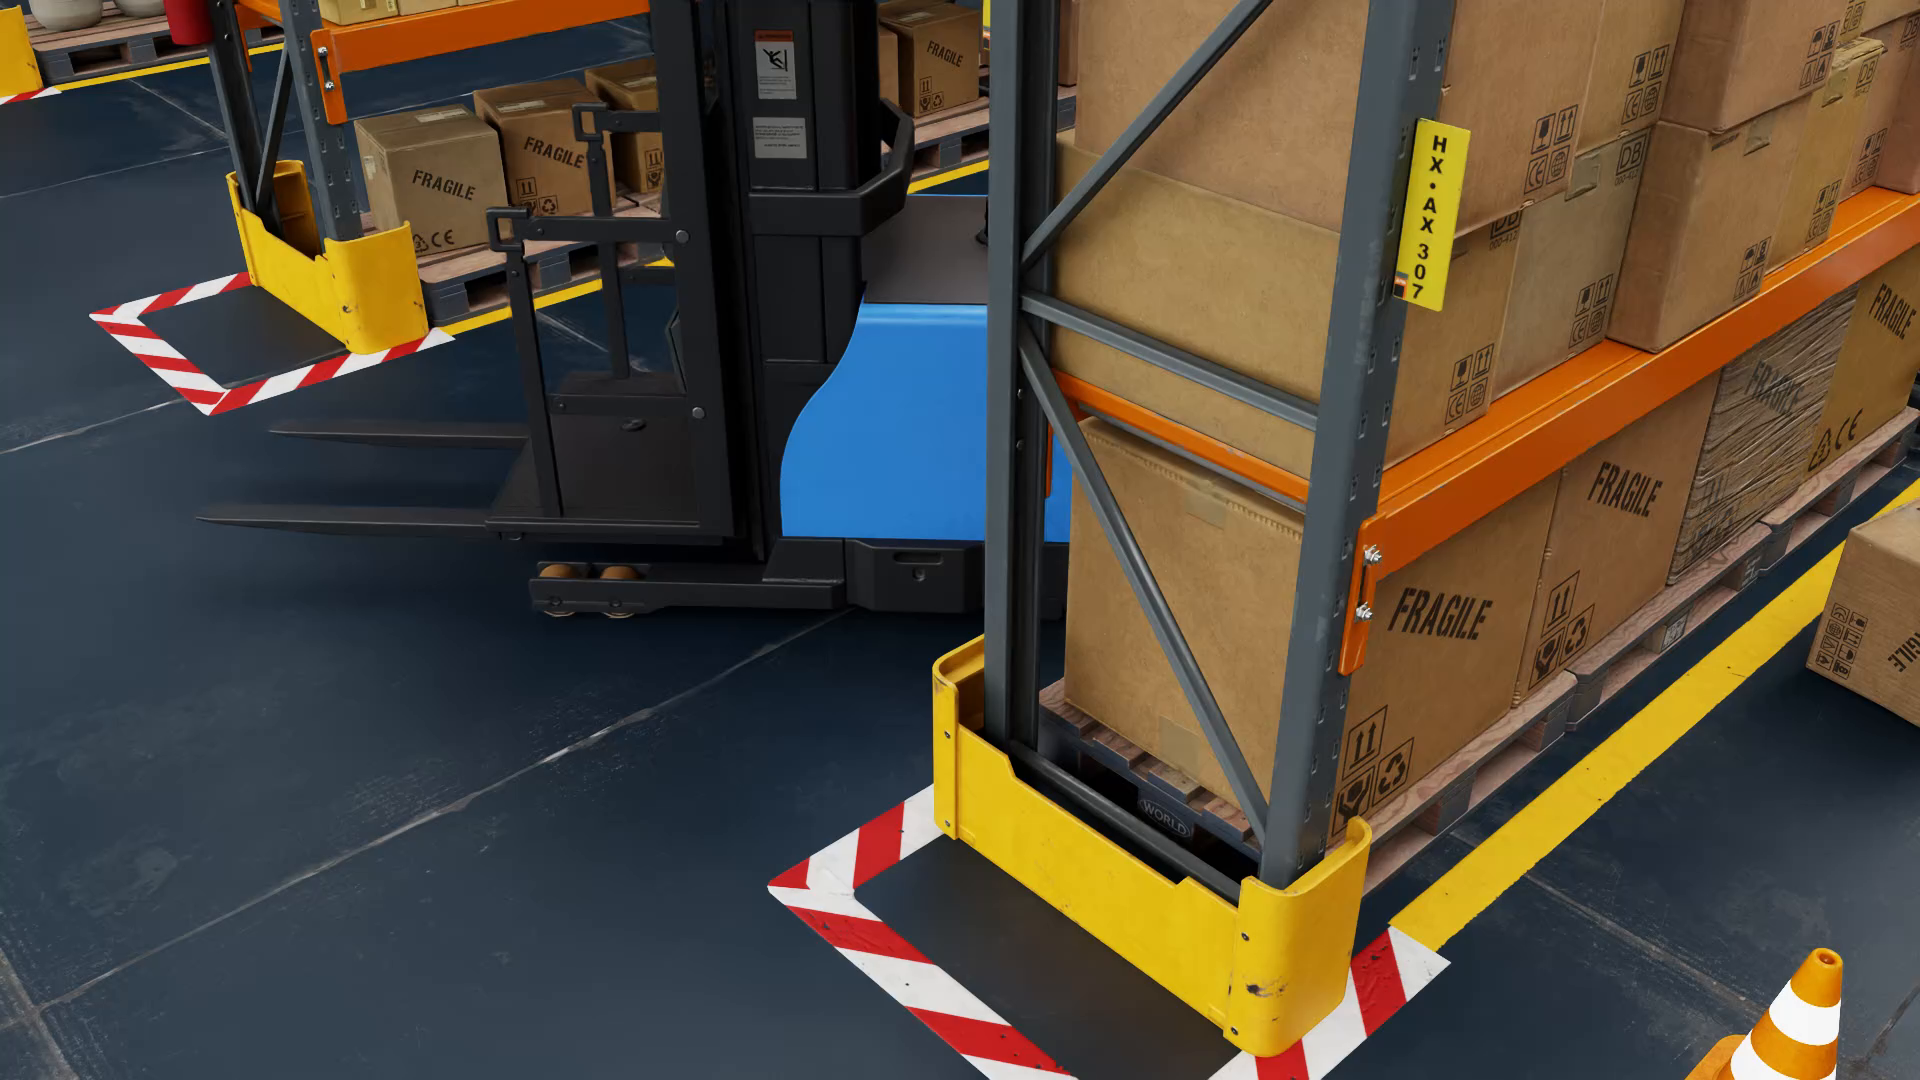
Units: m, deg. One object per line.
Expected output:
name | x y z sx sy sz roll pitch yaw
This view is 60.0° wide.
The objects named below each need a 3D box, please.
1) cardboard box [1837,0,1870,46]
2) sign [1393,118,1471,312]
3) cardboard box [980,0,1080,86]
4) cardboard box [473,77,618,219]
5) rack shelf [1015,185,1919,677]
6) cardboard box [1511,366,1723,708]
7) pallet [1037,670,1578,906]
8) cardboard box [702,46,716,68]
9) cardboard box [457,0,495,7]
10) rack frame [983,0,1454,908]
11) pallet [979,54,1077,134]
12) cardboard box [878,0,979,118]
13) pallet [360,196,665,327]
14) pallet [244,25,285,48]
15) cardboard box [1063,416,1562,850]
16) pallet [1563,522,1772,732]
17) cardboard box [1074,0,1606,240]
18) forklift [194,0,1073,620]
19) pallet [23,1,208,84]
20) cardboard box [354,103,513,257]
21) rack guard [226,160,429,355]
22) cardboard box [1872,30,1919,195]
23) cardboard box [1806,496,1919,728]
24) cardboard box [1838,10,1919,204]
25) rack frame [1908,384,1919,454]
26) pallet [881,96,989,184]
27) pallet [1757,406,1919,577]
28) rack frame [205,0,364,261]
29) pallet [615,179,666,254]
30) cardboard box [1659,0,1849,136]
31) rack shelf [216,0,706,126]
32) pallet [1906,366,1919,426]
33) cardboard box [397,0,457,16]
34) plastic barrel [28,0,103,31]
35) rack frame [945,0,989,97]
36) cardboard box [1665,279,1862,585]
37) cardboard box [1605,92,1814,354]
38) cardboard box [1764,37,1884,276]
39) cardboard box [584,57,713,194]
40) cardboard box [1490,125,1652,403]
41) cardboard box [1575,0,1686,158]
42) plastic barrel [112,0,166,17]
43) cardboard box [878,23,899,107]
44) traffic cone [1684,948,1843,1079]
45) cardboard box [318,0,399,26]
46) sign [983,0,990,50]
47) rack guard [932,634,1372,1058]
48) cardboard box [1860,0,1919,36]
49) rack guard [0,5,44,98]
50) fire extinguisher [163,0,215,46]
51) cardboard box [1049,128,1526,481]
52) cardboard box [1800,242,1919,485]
cardboard box | 1.886 -1.629 4.360 0.500 0.550 0.875 -26 40 -35
sign | 0.817 -0.561 2.887 0.005 0.325 0.100 -26 40 -35
cardboard box | 0.543 -3.055 9.846 0.700 0.500 0.500 26 40 35
cardboard box | -1.970 -1.859 7.908 0.500 0.500 0.500 -15 35 -23
rack shelf | 1.910 -0.775 4.832 4.000 0.370 1.077 -26 40 -35
cardboard box | 1.540 -0.224 4.875 0.875 0.875 0.875 -27 40 -36
pallet | 0.977 0.504 4.724 1.213 0.211 1.003 -26 40 -35
cardboard box | -1.059 -2.254 8.555 0.500 0.500 0.500 25 39 35
cardboard box | -2.094 -2.373 6.996 0.250 0.149 0.380 -26 40 -35
rack frame | 0.444 -0.373 3.484 0.127 3.000 1.000 -26 40 -35
pallet | 0.648 -2.812 10.146 1.213 0.211 1.003 -26 40 -35
cardboard box | -0.242 -2.711 9.301 0.500 0.500 0.500 -27 41 -37
pallet | -2.179 -1.418 7.866 1.213 0.211 1.003 -26 40 -35
pallet | -4.705 -3.772 11.717 1.213 0.211 1.003 -26 40 -35
cardboard box | 0.896 0.089 4.363 0.875 0.875 0.875 -26 40 -35
pallet | 1.871 0.073 5.428 1.213 0.211 1.003 -26 40 -35
cardboard box | 0.742 -1.014 3.354 0.550 0.550 0.875 -26 40 -35
forklift | -0.982 -1.273 5.022 3.031 2.935 1.130 1 31 2
pallet | -5.599 -3.342 11.013 1.213 0.211 1.003 -26 40 -35
cardboard box | -2.385 -1.634 7.540 0.500 0.500 0.500 -18 36 -27
rack guard | -2.799 -1.266 7.342 0.348 0.500 1.175 -26 40 -35
cardboard box | 2.726 -1.516 5.210 0.550 0.550 0.875 -26 40 -35
cardboard box | 2.936 0.217 4.913 0.500 0.500 0.500 -19 36 -28
cardboard box | 2.250 -1.370 4.971 0.550 0.550 0.875 -26 40 -35
rack frame | 3.377 -1.791 5.804 0.127 3.000 1.000 -26 40 -35
pallet | -0.390 -2.283 9.282 1.213 0.211 1.003 -26 40 -35
pallet | 2.766 -0.362 6.140 1.213 0.211 1.003 -26 40 -35
rack frame | -2.855 -2.306 6.645 0.127 3.000 1.000 -26 40 -35
pallet | -1.285 -1.848 8.570 1.213 0.211 1.003 -26 40 -35
cardboard box | 1.586 -1.391 3.971 0.550 0.550 0.875 -26 40 -35
rack shelf | -1.388 -2.708 7.993 4.000 0.370 1.077 -26 40 -35
pallet | 3.891 -0.904 7.026 1.213 0.211 1.003 -26 40 -35
cardboard box | -2.287 -2.290 6.860 0.250 0.149 0.380 -26 40 -35
plastic barrel | -5.792 -3.581 10.713 0.421 0.512 0.421 0 31 0
rack frame | 0.078 -3.725 8.966 0.127 3.000 1.000 -26 40 -35
cardboard box | 2.210 -0.547 5.403 0.875 0.875 0.875 -25 40 -35
cardboard box | 1.569 -0.940 4.267 0.550 0.550 0.875 -26 40 -35
cardboard box | 1.930 -1.143 4.601 0.500 0.550 0.875 -26 40 -35
cardboard box | -1.498 -2.074 8.259 0.500 0.500 0.500 -22 38 -31
cardboard box | 1.073 -0.789 4.021 0.550 0.550 0.875 -26 40 -35
cardboard box | 1.083 -1.244 3.731 0.550 0.550 0.875 -26 40 -35
plastic barrel | -5.424 -3.759 11.004 0.421 0.512 0.421 0 31 0
cardboard box | -0.657 -2.505 8.964 0.500 0.500 0.500 -13 34 -21
traffic cone | 1.799 1.065 3.565 0.334 0.463 0.336 -26 40 -35
cardboard box | -2.484 -2.208 6.727 0.250 0.149 0.380 -26 40 -35
sign | 0.085 -1.180 3.468 0.005 0.325 0.100 -26 40 -35
rack guard | 0.426 0.702 4.122 0.348 0.500 1.175 -26 40 -35
cardboard box | 2.269 -1.820 4.672 0.550 0.550 0.875 -26 40 -35
rack guard | -6.199 -3.179 10.470 0.348 0.500 1.175 -26 40 -35
fire extinguisher | -3.252 -2.408 6.888 0.183 0.674 0.296 -26 40 -35
cardboard box | 0.685 -0.585 3.688 0.550 0.550 0.875 -26 40 -35
cardboard box | 2.868 -0.868 5.928 0.875 0.875 0.875 -25 39 -35
